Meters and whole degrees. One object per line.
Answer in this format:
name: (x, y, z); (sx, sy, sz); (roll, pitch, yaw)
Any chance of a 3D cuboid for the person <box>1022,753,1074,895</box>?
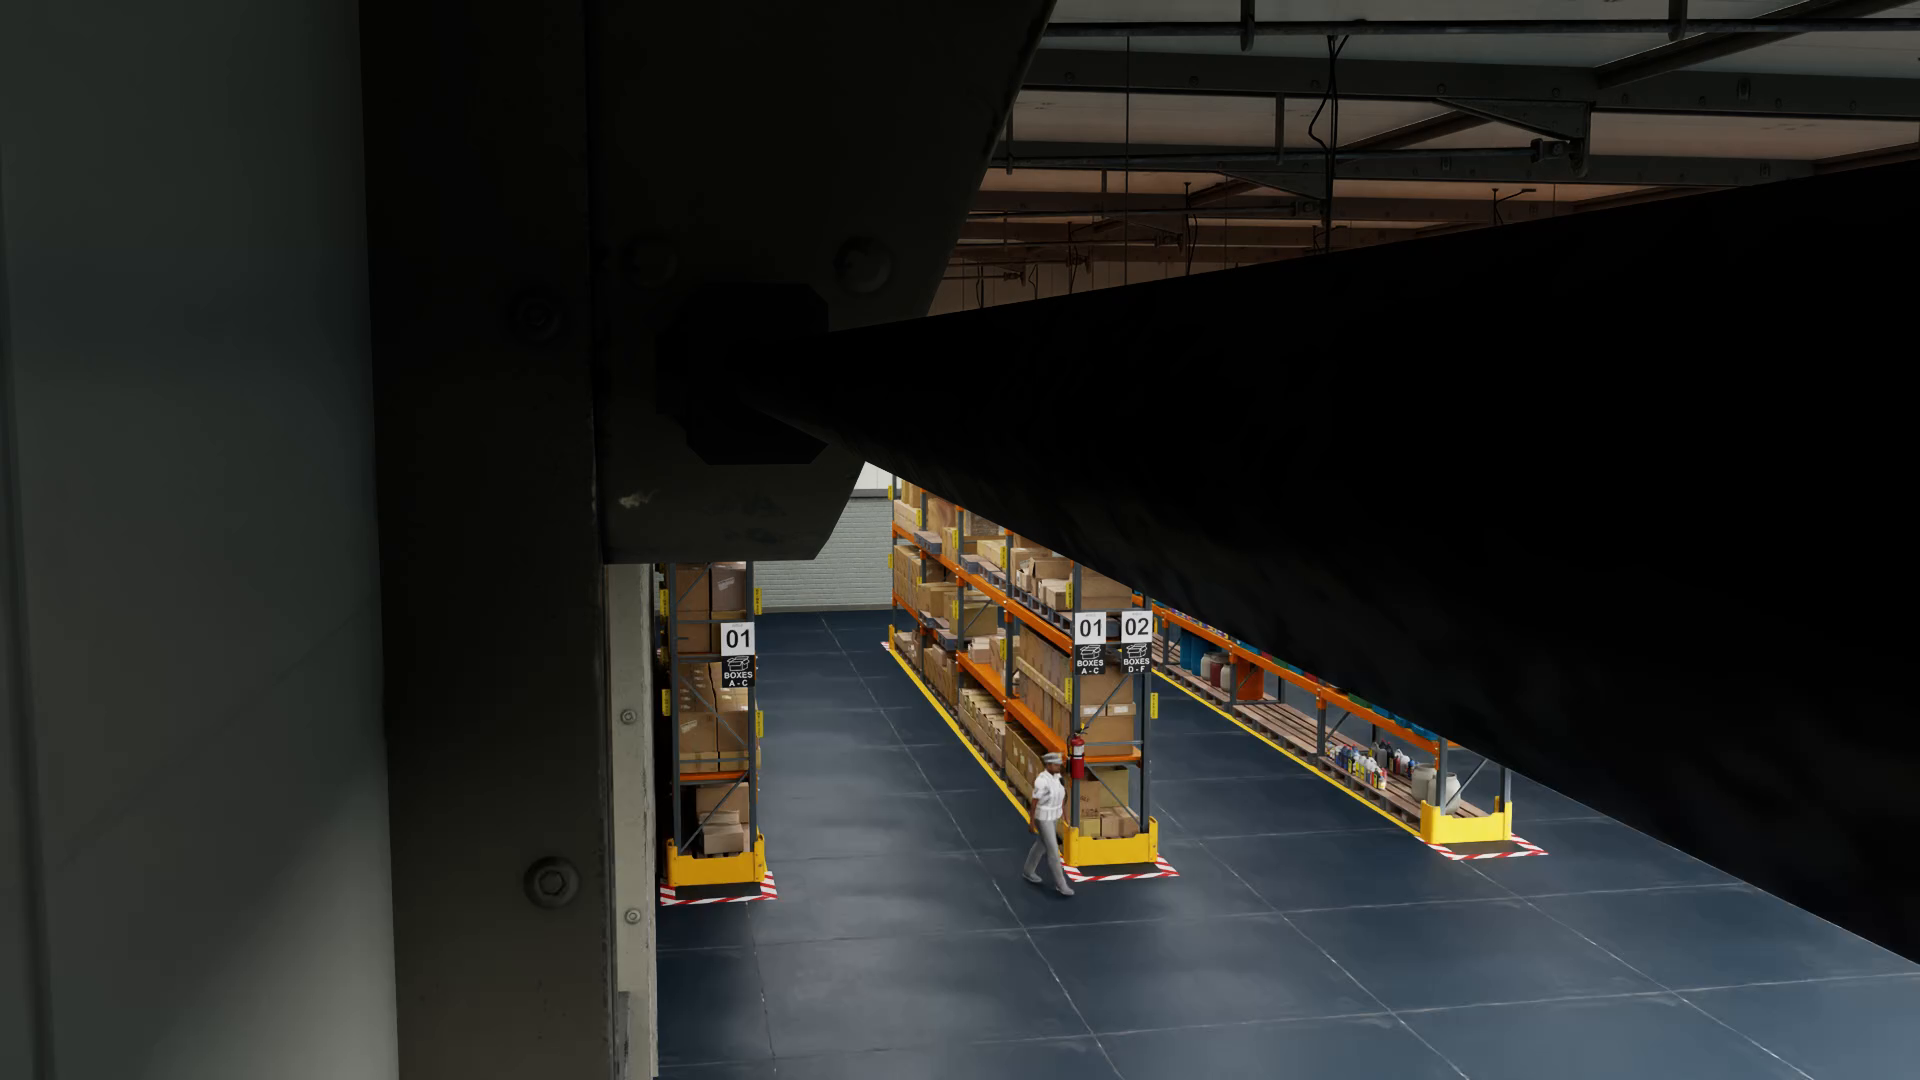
person: (1.089, 3.347, 19.908); (0.872, 1.634, 0.526); (4, 7, 33)
